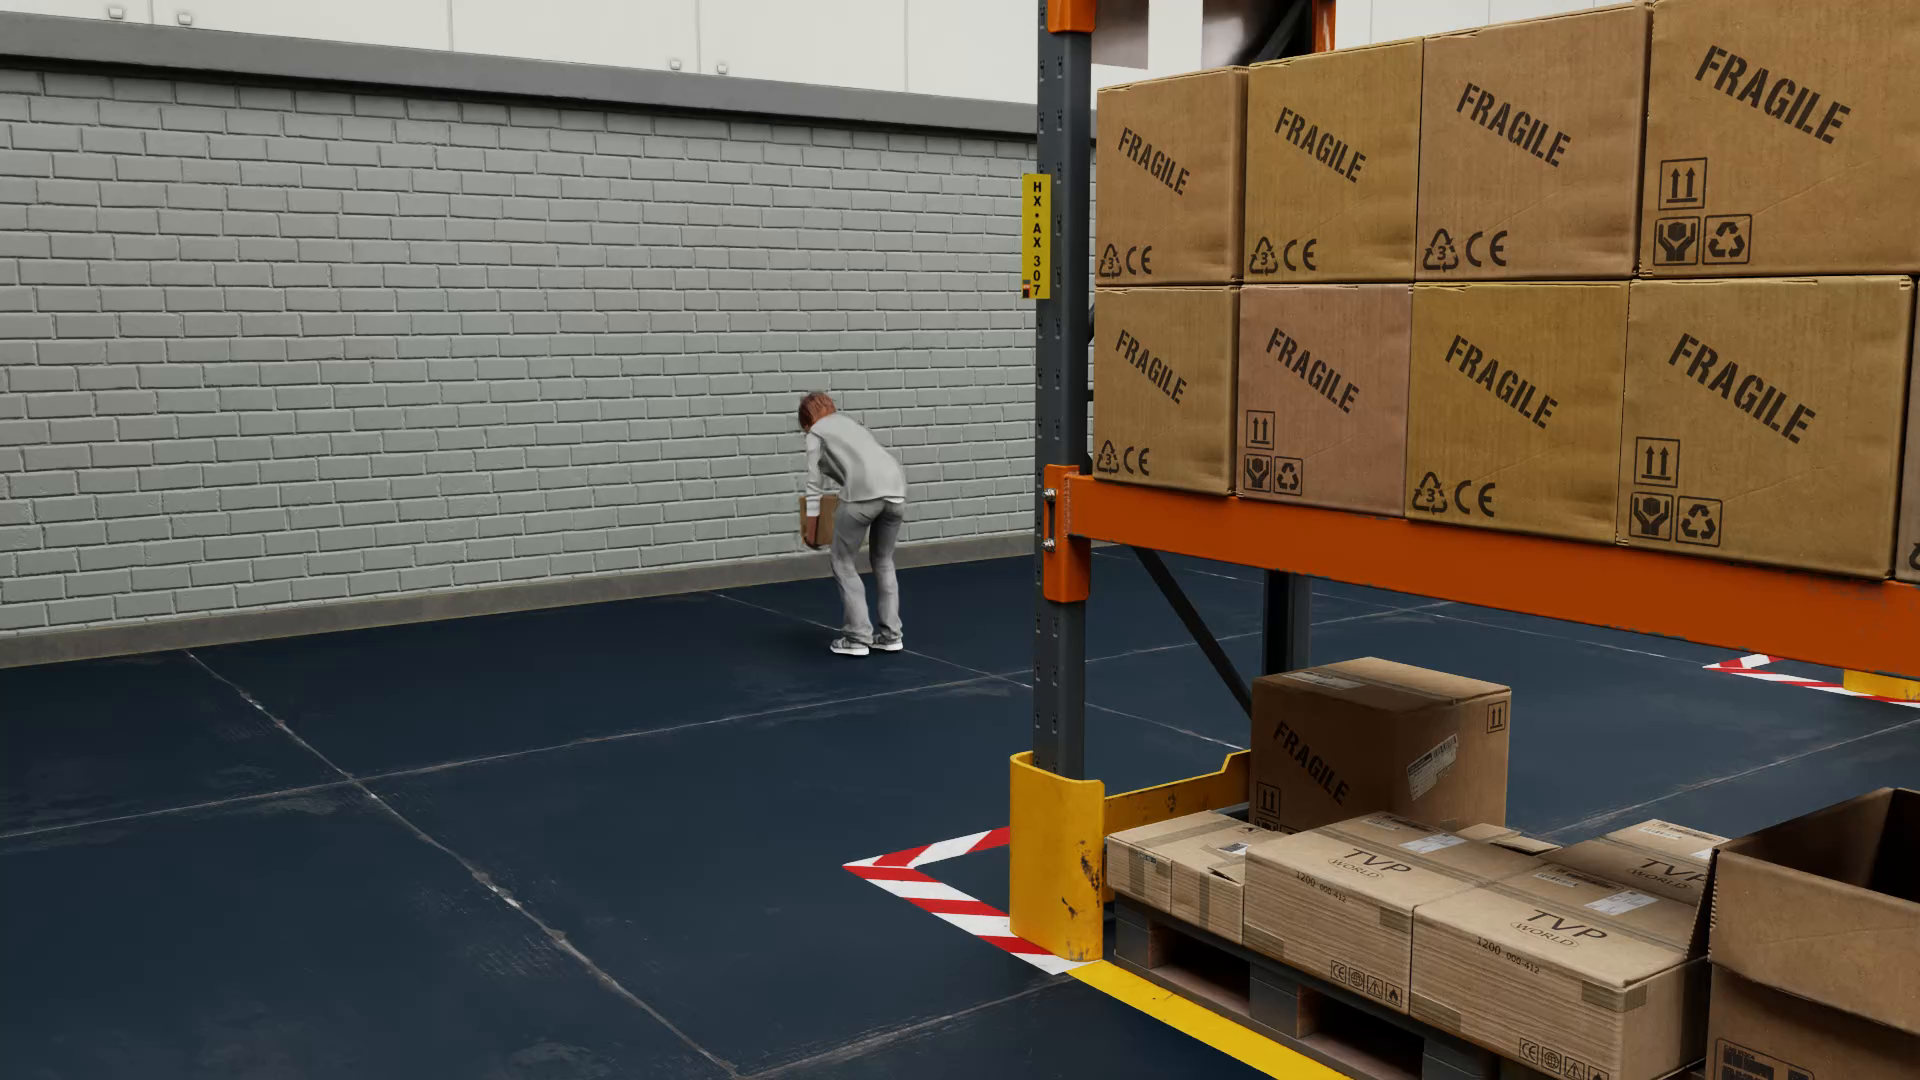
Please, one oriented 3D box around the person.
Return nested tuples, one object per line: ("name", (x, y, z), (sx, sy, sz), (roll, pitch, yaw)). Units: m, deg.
("person", (-0.516, -0.211, 8.452), (0.372, 1.577, 0.526), (-6, 10, -37))
